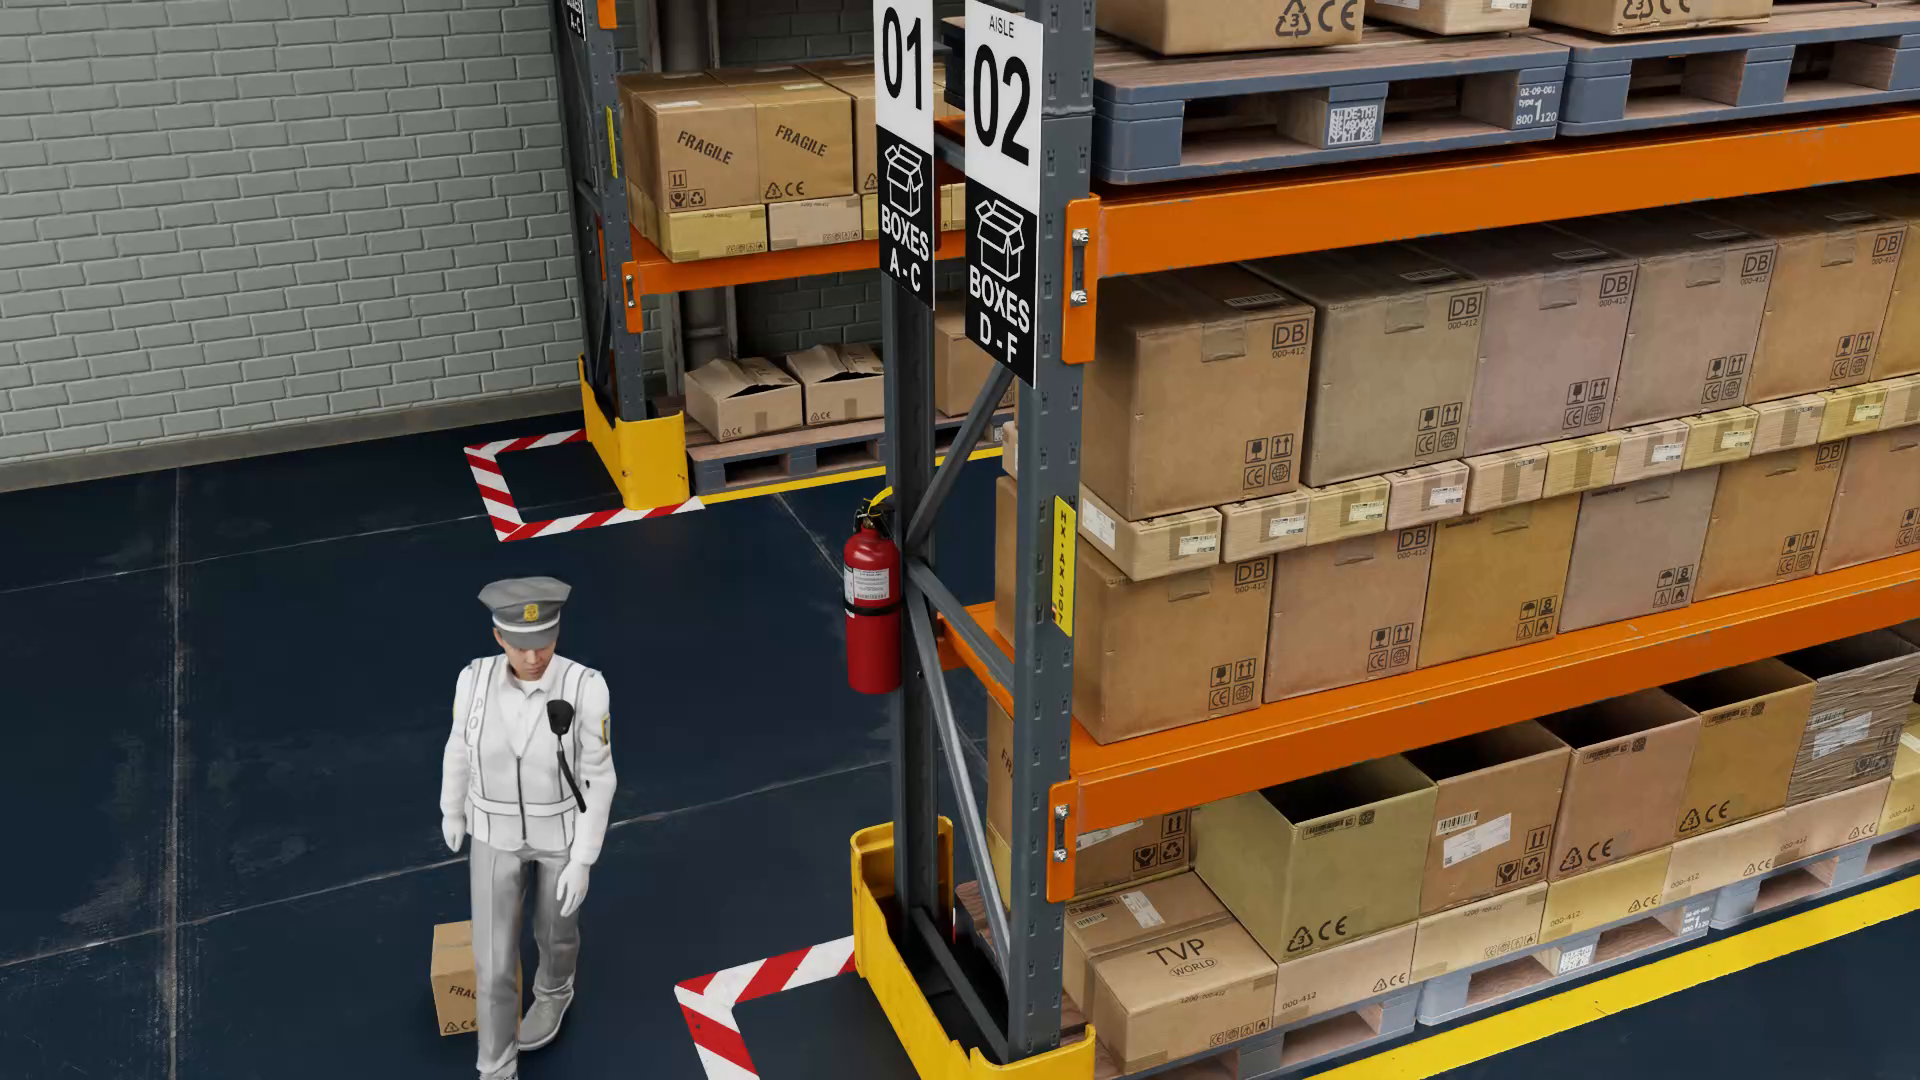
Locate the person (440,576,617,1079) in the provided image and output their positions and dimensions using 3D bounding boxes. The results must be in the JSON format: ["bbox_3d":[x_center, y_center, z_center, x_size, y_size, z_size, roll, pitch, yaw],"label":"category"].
[{"bbox_3d":[-1.249,0.914,4.770,0.556,1.699,0.660,-2,26,-4],"label":"person"}]
